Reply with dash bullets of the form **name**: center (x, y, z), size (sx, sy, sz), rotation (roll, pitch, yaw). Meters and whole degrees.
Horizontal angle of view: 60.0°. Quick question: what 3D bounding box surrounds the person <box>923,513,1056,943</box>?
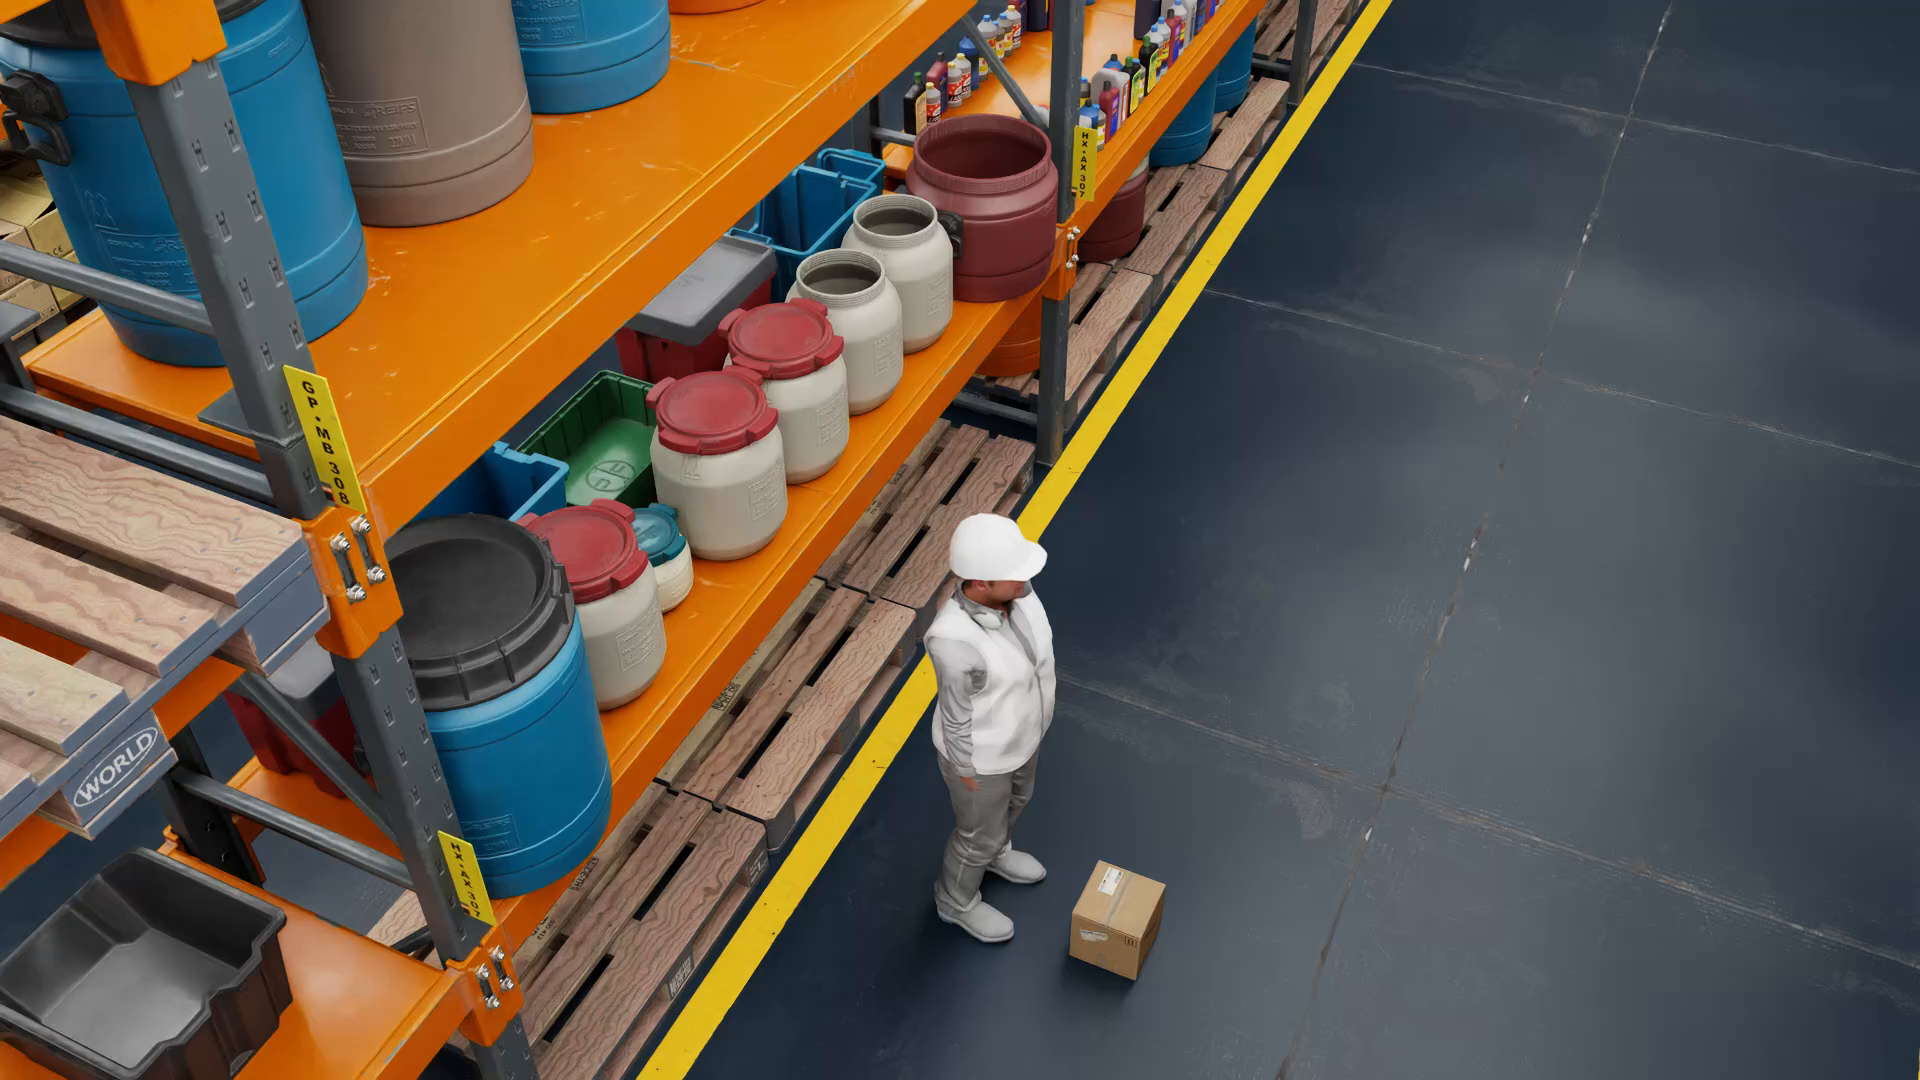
- **person**: center (0.115, 0.612, 5.457), size (0.359, 1.769, 0.531), rotation (18, 45, 19)
